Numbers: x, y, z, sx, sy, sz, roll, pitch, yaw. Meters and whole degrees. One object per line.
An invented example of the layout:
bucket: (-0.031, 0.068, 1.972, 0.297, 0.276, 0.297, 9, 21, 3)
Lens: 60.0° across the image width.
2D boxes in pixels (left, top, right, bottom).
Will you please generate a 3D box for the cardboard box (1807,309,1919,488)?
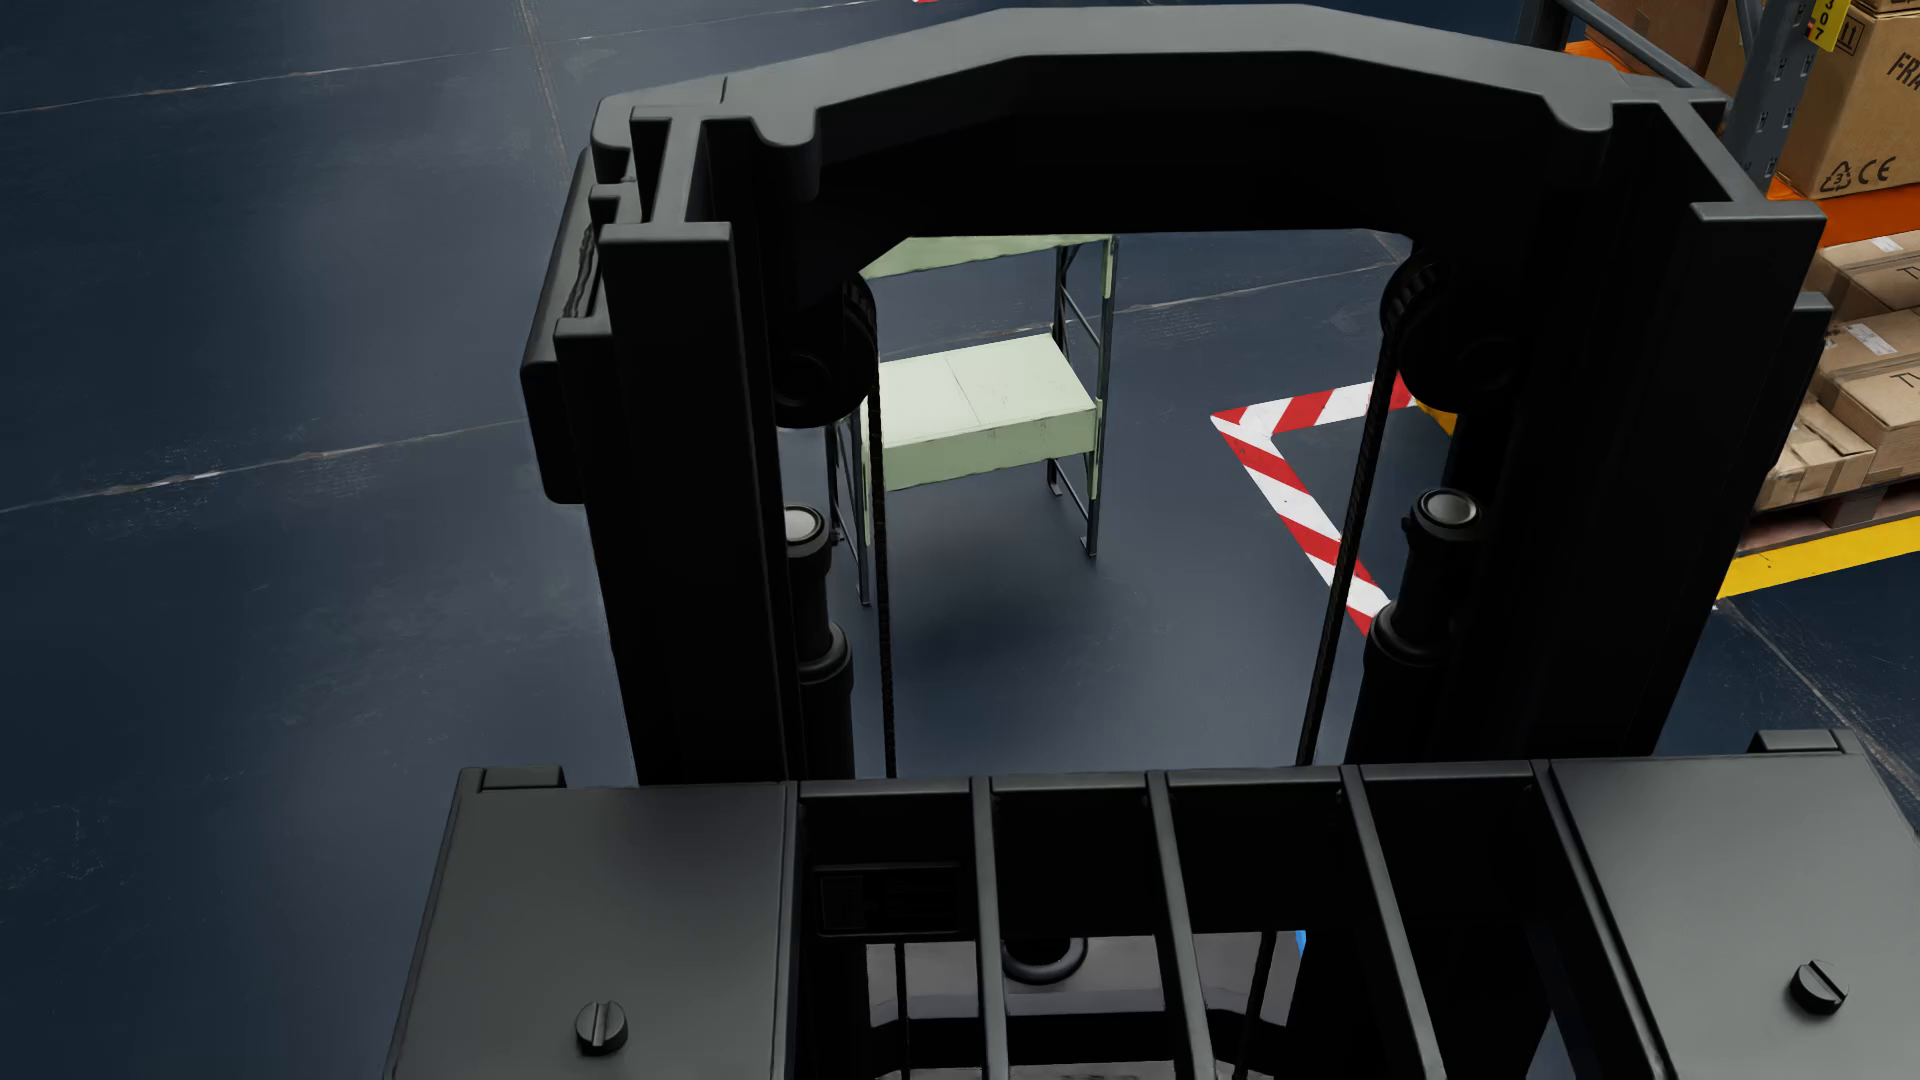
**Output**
cardboard box: (2.920, -0.455, 5.247, 0.500, 0.250, 0.500, -12, 42, -13)

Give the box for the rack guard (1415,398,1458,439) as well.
rack guard: (1.912, -0.370, 5.294, 0.348, 0.500, 1.175, -12, 42, -13)

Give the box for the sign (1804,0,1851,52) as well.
sign: (2.003, -1.282, 3.780, 0.005, 0.325, 0.100, -12, 42, -13)

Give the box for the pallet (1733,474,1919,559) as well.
pallet: (2.672, -0.420, 5.570, 1.213, 0.211, 1.003, -12, 42, -13)

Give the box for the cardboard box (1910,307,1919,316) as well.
cardboard box: (3.397, -0.554, 5.360, 0.500, 0.250, 0.500, -12, 42, -13)

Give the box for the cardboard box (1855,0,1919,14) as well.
cardboard box: (2.342, -1.633, 4.004, 0.500, 0.500, 0.500, -10, 42, -12)

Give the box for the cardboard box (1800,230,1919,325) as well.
cardboard box: (3.199, -0.858, 5.708, 0.500, 0.250, 0.500, -12, 42, -13)

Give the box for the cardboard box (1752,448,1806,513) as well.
cardboard box: (2.342, -0.256, 5.095, 0.250, 0.149, 0.380, -12, 42, -13)

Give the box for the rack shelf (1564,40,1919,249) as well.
rack shelf: (3.747, -1.421, 5.143, 4.000, 0.370, 1.077, -12, 42, -13)

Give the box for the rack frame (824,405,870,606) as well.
rack frame: (-0.343, -0.494, 4.675, 0.023, 1.500, 0.400, -12, 42, -13)

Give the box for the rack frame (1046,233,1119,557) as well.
rack frame: (0.355, -0.638, 4.841, 0.023, 1.500, 0.400, -12, 42, -13)

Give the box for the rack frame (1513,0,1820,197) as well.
rack frame: (1.840, -1.297, 4.454, 0.127, 3.000, 1.000, -12, 42, -13)

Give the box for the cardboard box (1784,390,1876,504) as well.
cardboard box: (2.581, -0.312, 5.146, 0.250, 0.166, 0.380, -12, 42, -13)

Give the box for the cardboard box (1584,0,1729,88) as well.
cardboard box: (2.185, -1.594, 4.718, 0.500, 0.500, 0.500, -10, 42, -12)

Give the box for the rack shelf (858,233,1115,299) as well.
rack shelf: (0.006, -0.860, 4.501, 0.720, 0.370, 0.431, -12, 42, -13)

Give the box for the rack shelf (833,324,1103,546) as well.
rack shelf: (0.006, -0.321, 4.973, 0.720, 0.370, 0.431, -12, 42, -13)

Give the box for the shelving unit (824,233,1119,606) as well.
shelving unit: (0.006, -0.566, 4.758, 0.755, 1.500, 0.431, -12, 42, -13)

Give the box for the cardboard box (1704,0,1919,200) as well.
cardboard box: (2.342, -1.257, 4.332, 0.500, 0.500, 0.500, -11, 42, -12)

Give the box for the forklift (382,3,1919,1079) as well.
forklift: (0.170, 1.134, 1.724, 1.130, 2.935, 3.031, -1, 41, -2)
